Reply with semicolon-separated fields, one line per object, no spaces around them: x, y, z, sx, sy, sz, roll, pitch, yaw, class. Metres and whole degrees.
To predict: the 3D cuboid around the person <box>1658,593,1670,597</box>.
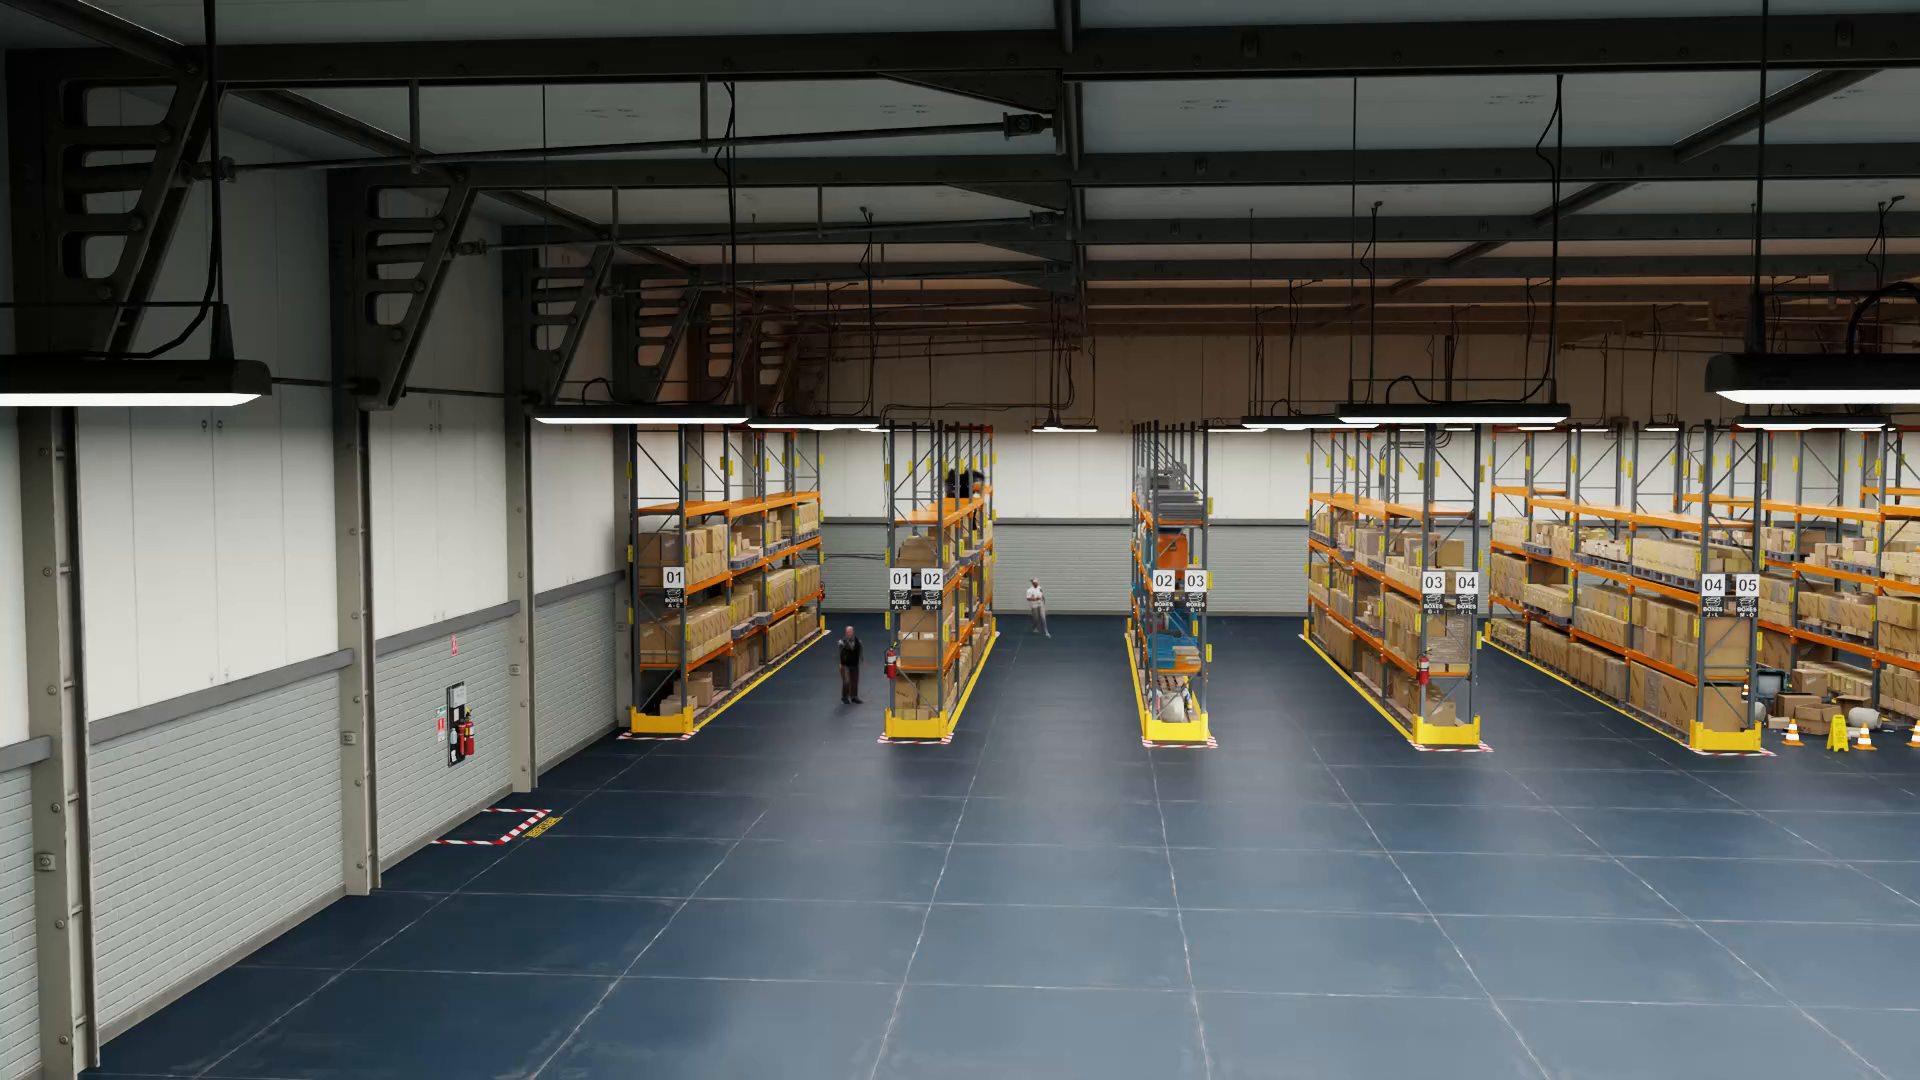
20.893;1.689;49.163;1.067;1.768;0.692;-1;4;-15;person

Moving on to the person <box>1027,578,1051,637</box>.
2.149;1.904;47.330;0.606;1.694;0.873;-2;4;-23;person

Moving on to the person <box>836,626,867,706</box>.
-2.323;2.661;35.211;0.624;1.689;0.632;-2;4;-31;person
